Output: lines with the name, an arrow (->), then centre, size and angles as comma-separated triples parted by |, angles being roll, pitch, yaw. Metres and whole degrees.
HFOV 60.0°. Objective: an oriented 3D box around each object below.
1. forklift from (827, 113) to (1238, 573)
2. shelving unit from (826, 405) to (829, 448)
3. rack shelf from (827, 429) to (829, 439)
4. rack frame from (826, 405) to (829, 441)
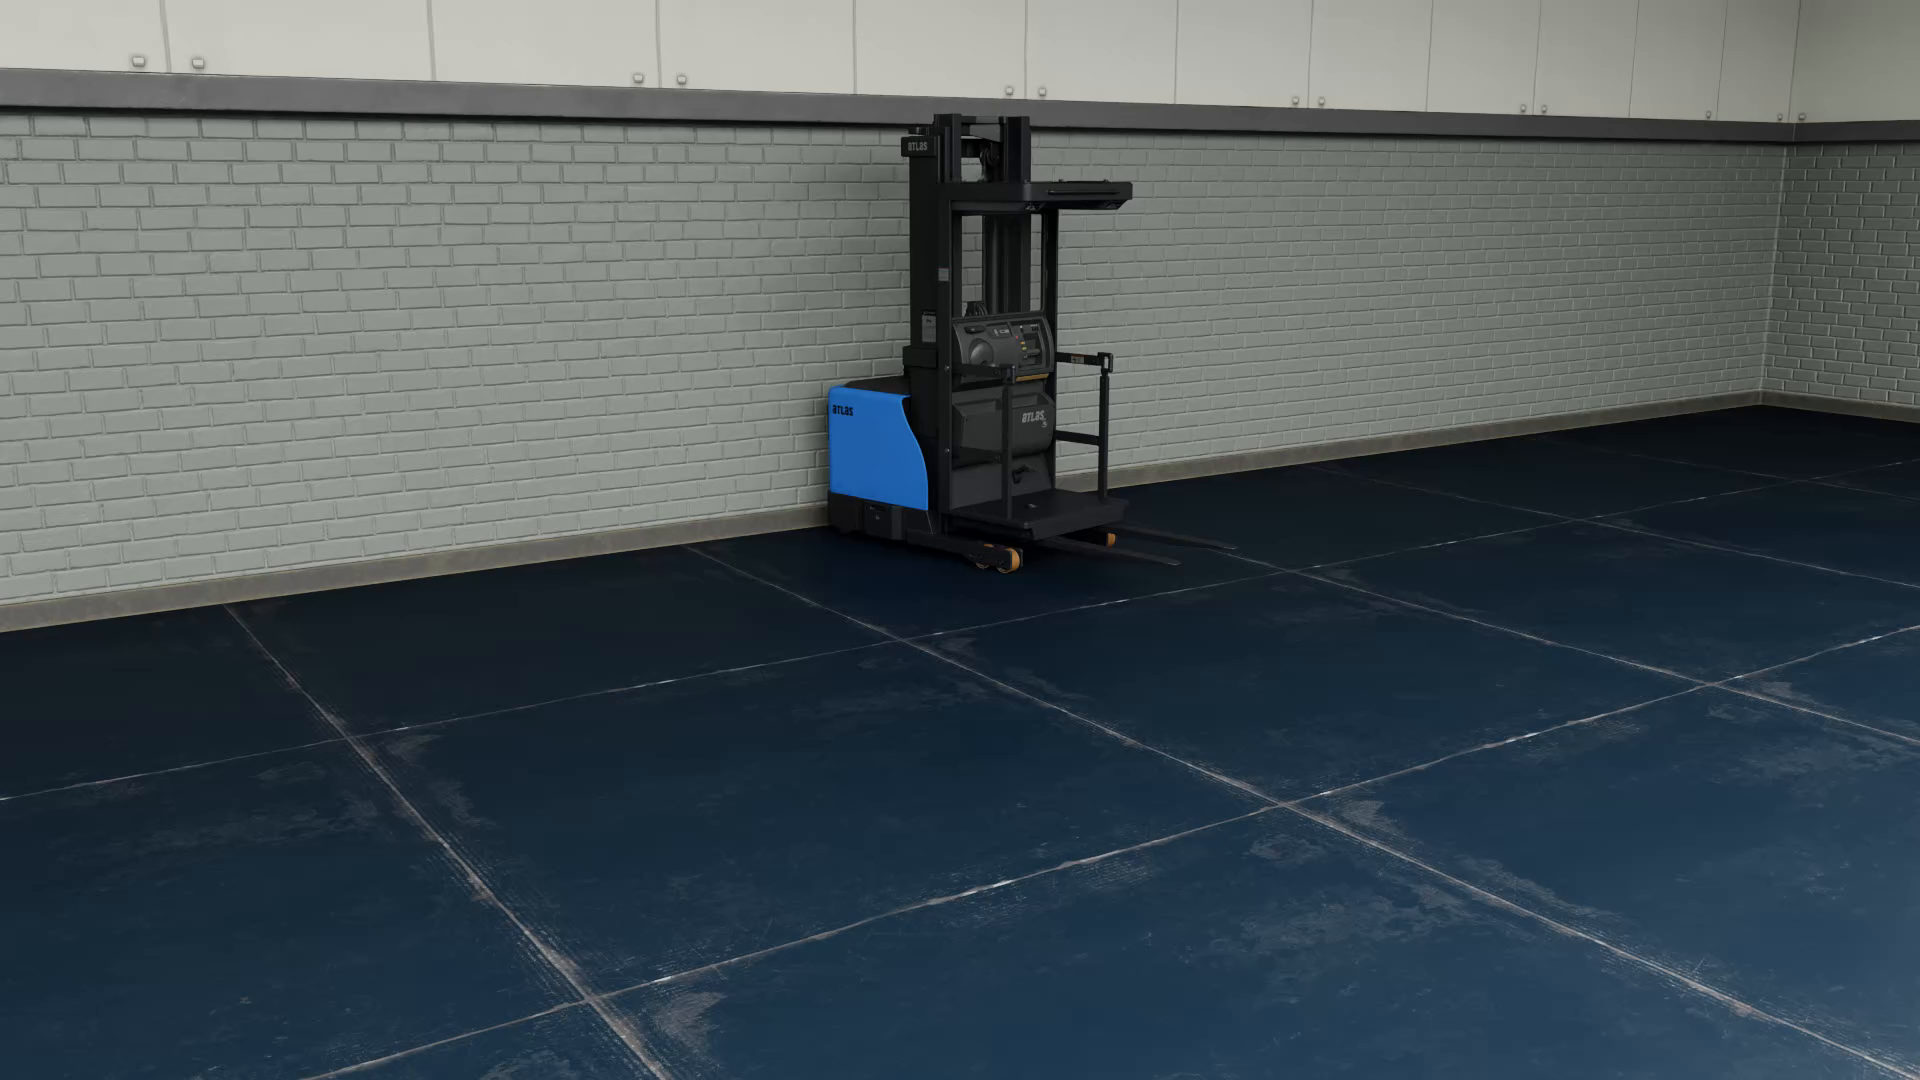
forklift -> 0.453, -1.339, 11.124 | 3.031, 2.935, 1.130 | 12, 17, 43
shelving unit -> -0.808, -0.555, 12.291 | 0.258, 0.900, 0.210 | -11, 17, -32
rack shelf -> -0.817, -0.784, 12.233 | 0.258, 0.077, 0.200 | -11, 17, -32
rack frame -> -0.864, -0.573, 12.374 | 0.240, 0.900, 0.006 | -11, 17, -32
